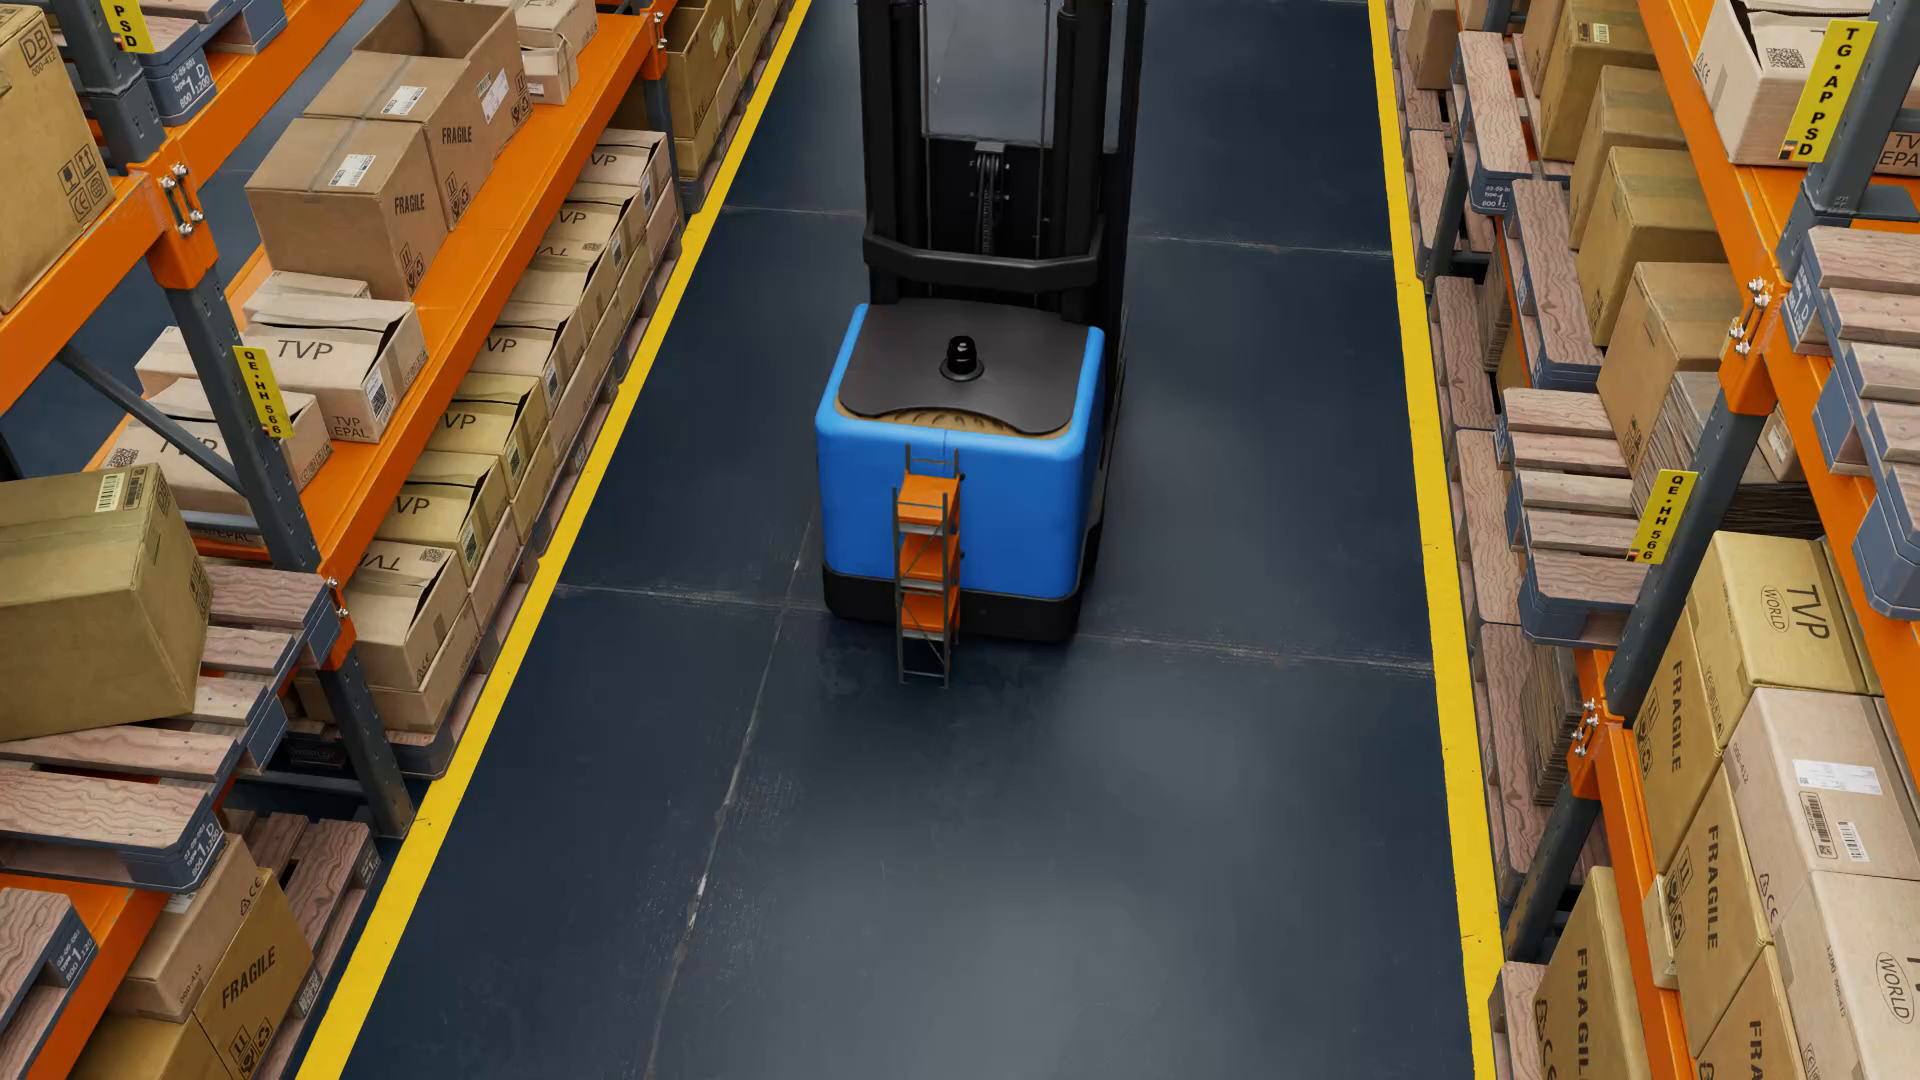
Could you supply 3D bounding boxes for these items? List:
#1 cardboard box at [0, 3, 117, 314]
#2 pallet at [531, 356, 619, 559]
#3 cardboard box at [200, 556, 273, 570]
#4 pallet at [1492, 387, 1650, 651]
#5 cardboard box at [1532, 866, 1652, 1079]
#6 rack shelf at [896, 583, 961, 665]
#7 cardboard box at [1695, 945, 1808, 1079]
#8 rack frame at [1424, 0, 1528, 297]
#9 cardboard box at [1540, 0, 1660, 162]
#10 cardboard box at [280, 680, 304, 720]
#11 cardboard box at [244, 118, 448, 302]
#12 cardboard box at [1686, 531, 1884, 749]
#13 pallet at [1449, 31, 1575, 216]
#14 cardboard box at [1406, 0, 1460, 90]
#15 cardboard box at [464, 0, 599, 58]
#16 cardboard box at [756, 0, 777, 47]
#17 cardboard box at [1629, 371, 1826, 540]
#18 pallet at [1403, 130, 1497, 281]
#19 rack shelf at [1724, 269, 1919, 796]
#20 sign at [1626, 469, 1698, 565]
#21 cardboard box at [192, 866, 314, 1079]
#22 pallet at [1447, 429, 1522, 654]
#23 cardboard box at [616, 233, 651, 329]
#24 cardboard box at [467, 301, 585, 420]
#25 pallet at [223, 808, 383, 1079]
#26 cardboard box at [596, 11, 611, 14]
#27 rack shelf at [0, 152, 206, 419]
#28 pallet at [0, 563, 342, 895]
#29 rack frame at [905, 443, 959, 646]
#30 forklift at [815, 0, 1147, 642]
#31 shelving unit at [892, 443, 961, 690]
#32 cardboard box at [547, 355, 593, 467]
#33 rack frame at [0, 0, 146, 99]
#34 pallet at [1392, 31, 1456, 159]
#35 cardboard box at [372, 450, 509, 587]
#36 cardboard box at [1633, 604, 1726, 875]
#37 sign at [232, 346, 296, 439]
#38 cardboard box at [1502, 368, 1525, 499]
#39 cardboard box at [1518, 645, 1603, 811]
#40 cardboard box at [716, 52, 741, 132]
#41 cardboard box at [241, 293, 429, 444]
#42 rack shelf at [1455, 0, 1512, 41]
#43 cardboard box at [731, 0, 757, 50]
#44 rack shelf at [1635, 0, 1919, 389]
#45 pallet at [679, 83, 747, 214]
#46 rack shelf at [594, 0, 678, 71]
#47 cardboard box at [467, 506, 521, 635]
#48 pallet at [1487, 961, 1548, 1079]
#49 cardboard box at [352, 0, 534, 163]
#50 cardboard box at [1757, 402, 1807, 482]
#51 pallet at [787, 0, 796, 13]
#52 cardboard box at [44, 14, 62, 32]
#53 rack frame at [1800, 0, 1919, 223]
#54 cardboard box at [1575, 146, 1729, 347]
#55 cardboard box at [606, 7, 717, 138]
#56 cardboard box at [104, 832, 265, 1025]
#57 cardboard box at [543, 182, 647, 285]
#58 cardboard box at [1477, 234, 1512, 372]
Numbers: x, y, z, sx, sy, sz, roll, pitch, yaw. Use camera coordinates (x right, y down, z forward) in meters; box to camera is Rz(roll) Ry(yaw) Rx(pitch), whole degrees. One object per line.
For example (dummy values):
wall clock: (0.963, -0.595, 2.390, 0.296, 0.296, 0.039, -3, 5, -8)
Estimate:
cardboard box: (-2.551, -0.896, 3.782, 0.910, 0.500, 0.500, 5, 44, 6)
pallet: (-2.216, -0.445, 7.588, 1.003, 0.211, 1.213, 5, 44, 6)
cardboard box: (-2.702, 0.192, 6.174, 0.500, 0.311, 0.500, 6, 44, 7)
pallet: (2.372, -0.049, 5.281, 1.213, 0.211, 1.003, 5, 44, 6)
cardboard box: (2.156, 1.495, 4.770, 0.750, 0.750, 0.750, 5, 44, 5)
rack shelf: (-0.124, 0.330, 6.580, 0.215, 0.259, 0.240, 7, 44, 7)
cardboard box: (1.921, 1.228, 3.490, 0.500, 0.500, 0.500, 5, 44, 5)
rack frame: (2.912, -2.349, 7.571, 1.000, 3.000, 0.127, 5, 44, 6)
cardboard box: (2.730, -1.821, 6.621, 0.700, 0.500, 0.500, 9, 44, 10)
cardboard box: (-2.699, 0.395, 6.368, 0.500, 0.250, 0.500, 6, 44, 7)
cardboard box: (-2.321, -1.252, 6.340, 0.500, 0.500, 0.500, 3, 44, 3)
cardboard box: (2.064, 0.259, 3.968, 0.500, 0.250, 0.500, 6, 44, 7)
pallet: (2.667, -1.772, 7.101, 1.003, 0.211, 1.213, 5, 44, 6)
cardboard box: (3.039, -2.980, 9.736, 0.700, 0.500, 0.500, 3, 44, 3)
cardboard box: (-2.020, -2.403, 7.737, 0.500, 0.250, 0.500, 8, 44, 8)
cardboard box: (-1.434, -3.261, 10.229, 0.500, 0.250, 0.500, 5, 44, 6)
cardboard box: (2.436, -0.140, 4.846, 0.700, 0.500, 0.500, 1, 43, 1)
pallet: (2.966, -1.797, 9.017, 1.003, 0.211, 1.213, 5, 44, 6)
rack shelf: (2.119, 0.912, 2.469, 1.077, 0.370, 4.000, 5, 44, 6)
sign: (1.844, -0.057, 4.367, 0.100, 0.325, 0.005, 5, 44, 6)
cardboard box: (-2.418, 1.336, 5.178, 0.500, 0.500, 0.500, 7, 44, 7)
pallet: (2.652, 0.028, 7.089, 1.003, 0.211, 1.213, 5, 44, 6)
cardboard box: (-1.834, -1.297, 8.155, 0.500, 0.250, 0.500, 5, 44, 5)
cardboard box: (-1.969, -0.815, 7.238, 0.500, 0.311, 0.500, 5, 44, 5)
pallet: (-2.663, 1.447, 5.590, 1.003, 0.211, 1.213, 5, 44, 6)
cardboard box: (-2.076, -2.899, 9.301, 0.500, 0.500, 0.500, 5, 44, 6)
rack shelf: (-2.792, 0.465, 2.942, 1.077, 0.370, 4.000, 5, 44, 6)
pallet: (-2.547, 0.467, 4.736, 1.213, 0.211, 1.003, 5, 44, 6)
rack frame: (-0.103, 0.037, 6.469, 0.200, 1.050, 0.008, 7, 44, 7)
forklift: (0.196, -1.673, 6.907, 1.130, 2.935, 3.031, 7, 44, 7)
shelving unit: (-0.124, 0.120, 6.382, 0.215, 1.050, 0.252, 7, 44, 7)
cardboard box: (-1.970, -0.602, 7.420, 0.500, 0.250, 0.500, 6, 44, 6)
rack frame: (-2.527, -2.249, 3.102, 1.000, 3.000, 0.127, 5, 44, 6)
pallet: (3.125, -2.631, 9.897, 1.003, 0.211, 1.213, 5, 44, 6)
cardboard box: (-2.106, -0.117, 6.501, 0.500, 0.311, 0.500, 4, 44, 4)
cardboard box: (2.066, 0.533, 4.224, 0.500, 0.500, 0.500, 6, 44, 7)
sign: (-1.988, -0.419, 4.749, 0.100, 0.325, 0.005, 5, 44, 6)
cardboard box: (2.705, -0.397, 7.008, 0.700, 0.500, 0.500, 6, 44, 6)
cardboard box: (2.427, 0.630, 5.924, 0.700, 0.500, 0.500, 6, 44, 6)
cardboard box: (-1.565, -2.579, 9.509, 0.500, 0.250, 0.500, 5, 44, 6)
cardboard box: (-2.217, -0.630, 5.821, 0.500, 0.311, 0.500, 5, 44, 5)
rack shelf: (3.177, -3.451, 9.258, 1.077, 0.370, 4.000, 5, 44, 6)
cardboard box: (-1.495, -3.192, 9.611, 0.500, 0.500, 0.500, 5, 44, 6)
rack shelf: (2.648, -1.814, 5.348, 1.077, 0.370, 4.000, 5, 44, 6)
pallet: (-1.852, -2.322, 9.571, 1.003, 0.211, 1.213, 5, 44, 6)
rack shelf: (-1.734, -3.898, 9.731, 1.077, 0.370, 4.000, 5, 44, 6)
cardboard box: (-2.101, 0.103, 6.677, 0.500, 0.250, 0.500, 4, 44, 4)
pallet: (2.205, 1.920, 5.091, 1.003, 0.211, 1.213, 5, 44, 6)
cardboard box: (-2.186, -1.952, 7.079, 0.500, 0.500, 0.500, 8, 44, 9)
cardboard box: (2.399, -0.292, 4.535, 0.380, 0.149, 0.250, 0, 43, 0)
pallet: (-1.529, -3.985, 11.327, 1.003, 0.211, 1.213, 5, 44, 6)
cardboard box: (-2.523, -1.572, 4.373, 0.500, 0.250, 0.500, 2, 43, 2)
rack frame: (2.384, -1.801, 2.630, 1.000, 3.000, 0.127, 5, 44, 6)
cardboard box: (2.578, -0.991, 5.745, 0.700, 0.500, 0.500, 5, 44, 6)
cardboard box: (-1.627, -2.511, 8.891, 0.500, 0.500, 0.500, 5, 44, 6)
cardboard box: (-2.421, 1.103, 4.879, 0.500, 0.250, 0.500, 7, 44, 7)
cardboard box: (-1.830, -1.497, 7.958, 0.500, 0.311, 0.500, 6, 44, 7)
cardboard box: (2.832, -1.098, 7.748, 0.700, 0.500, 0.500, 7, 44, 7)
